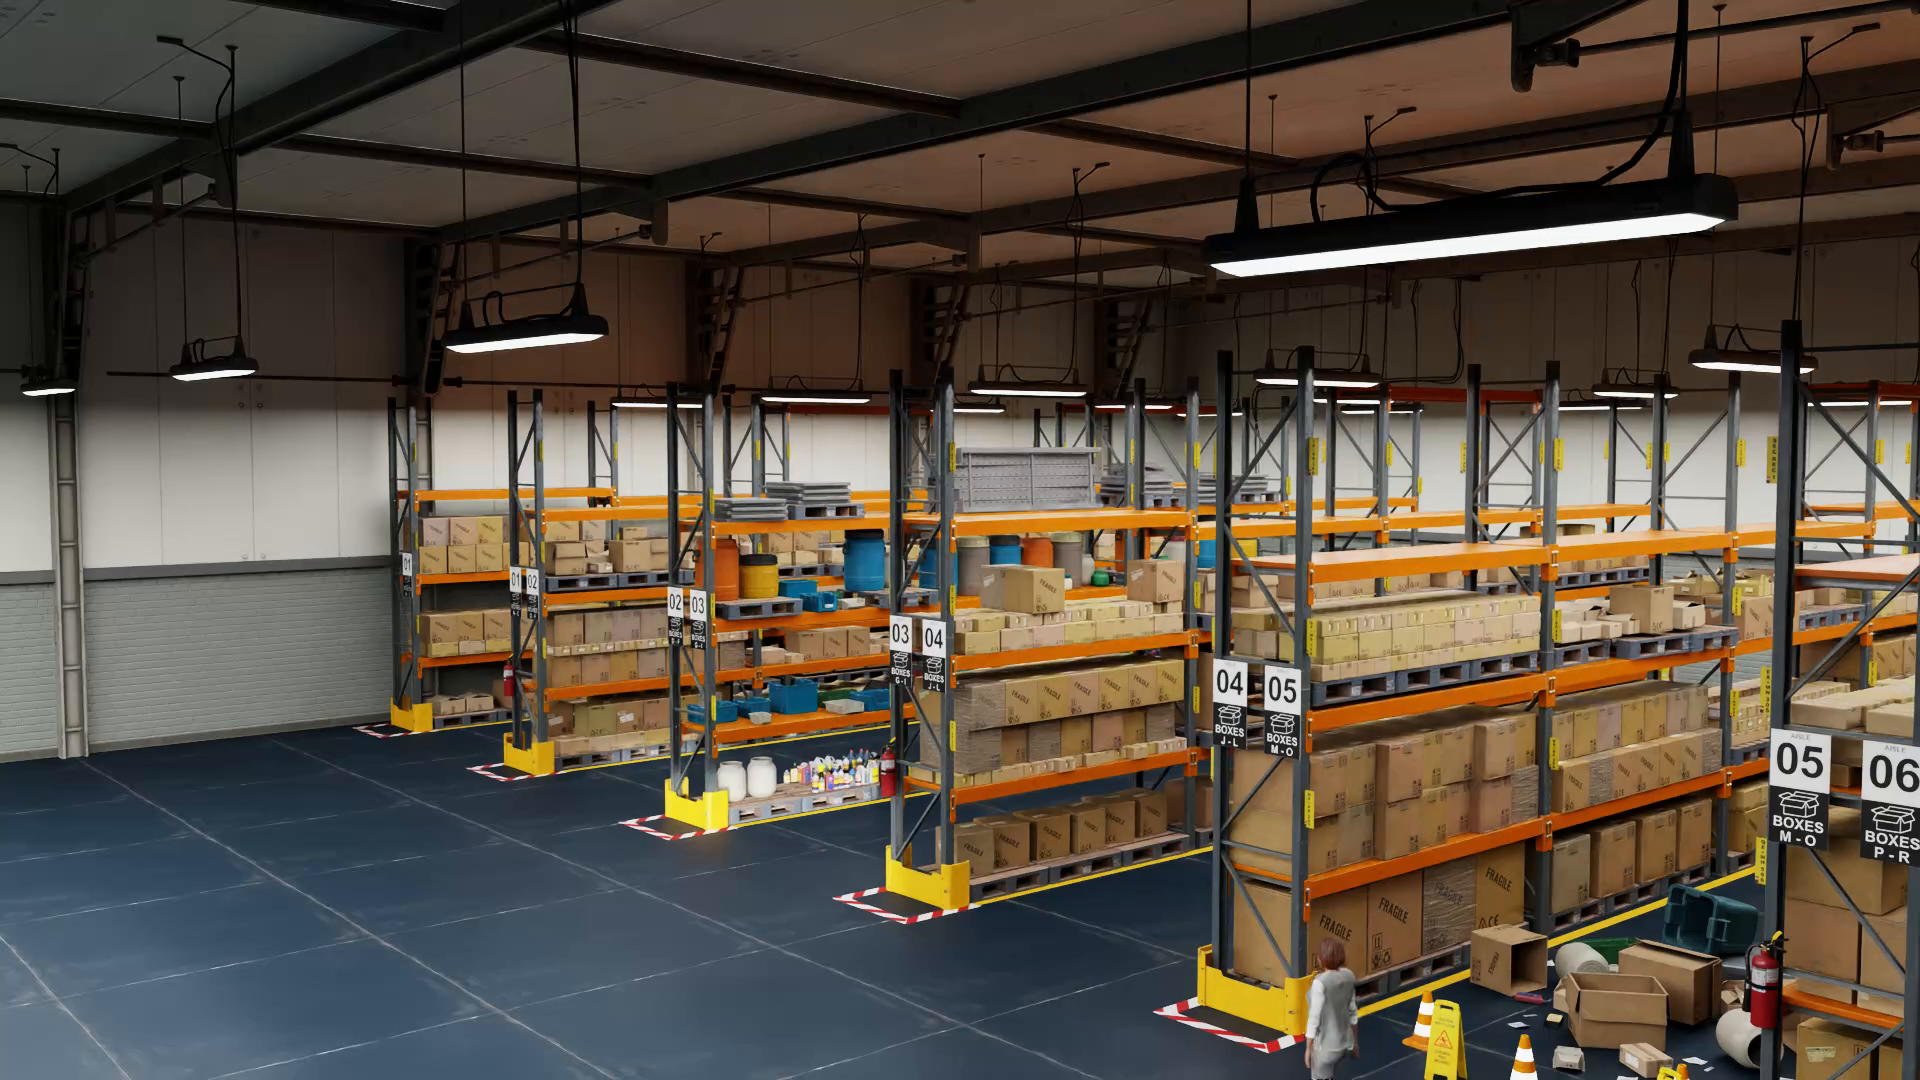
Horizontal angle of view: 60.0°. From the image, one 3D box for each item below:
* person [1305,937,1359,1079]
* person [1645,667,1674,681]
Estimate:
[{"bbox_3d":[2.683,3.647,11.958,0.454,1.590,0.426,3,5,45],"label":"person"},{"bbox_3d":[12.720,2.575,30.272,0.559,1.657,1.092,0,3,-5],"label":"person"}]
